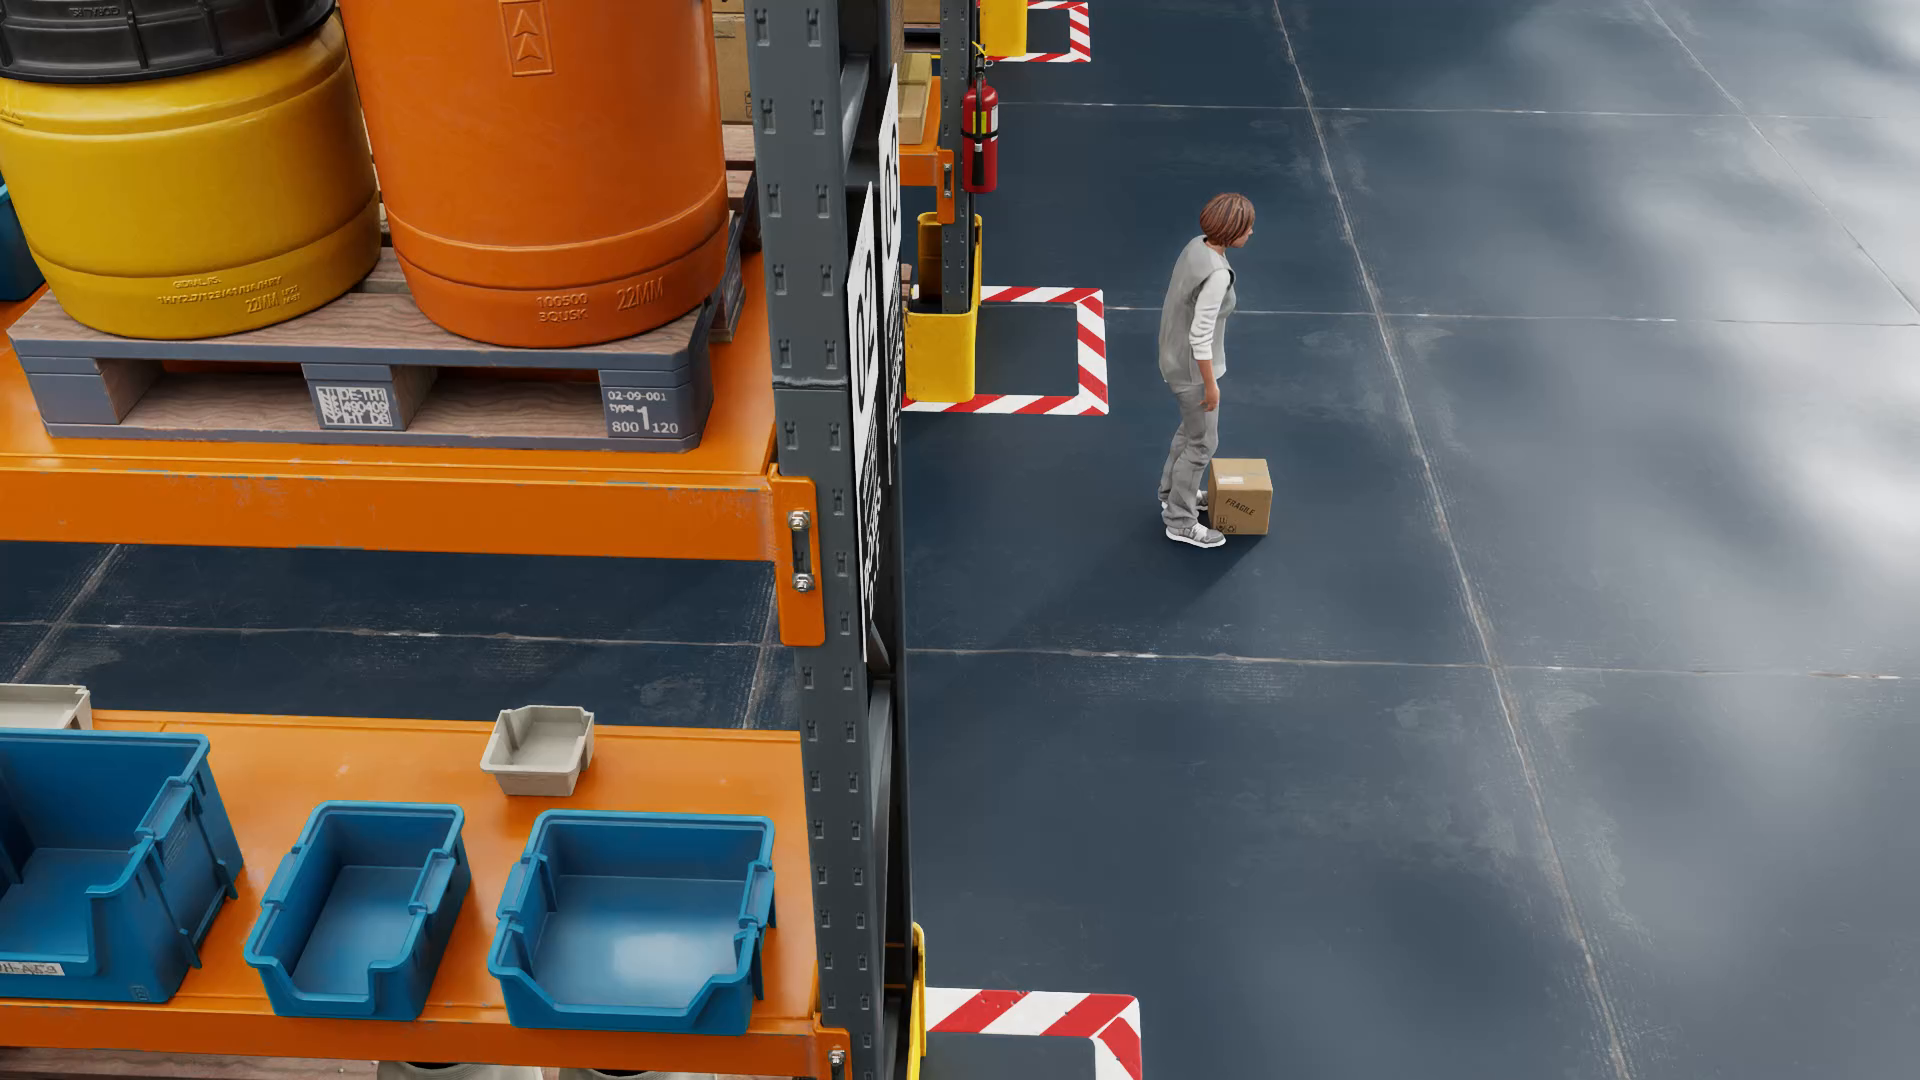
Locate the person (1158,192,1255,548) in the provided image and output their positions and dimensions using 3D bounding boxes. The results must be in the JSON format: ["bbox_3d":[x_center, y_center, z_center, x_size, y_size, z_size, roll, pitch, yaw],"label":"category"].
[{"bbox_3d":[1.030,-0.739,7.169,0.345,1.591,0.476,-1,36,-1],"label":"person"}]
